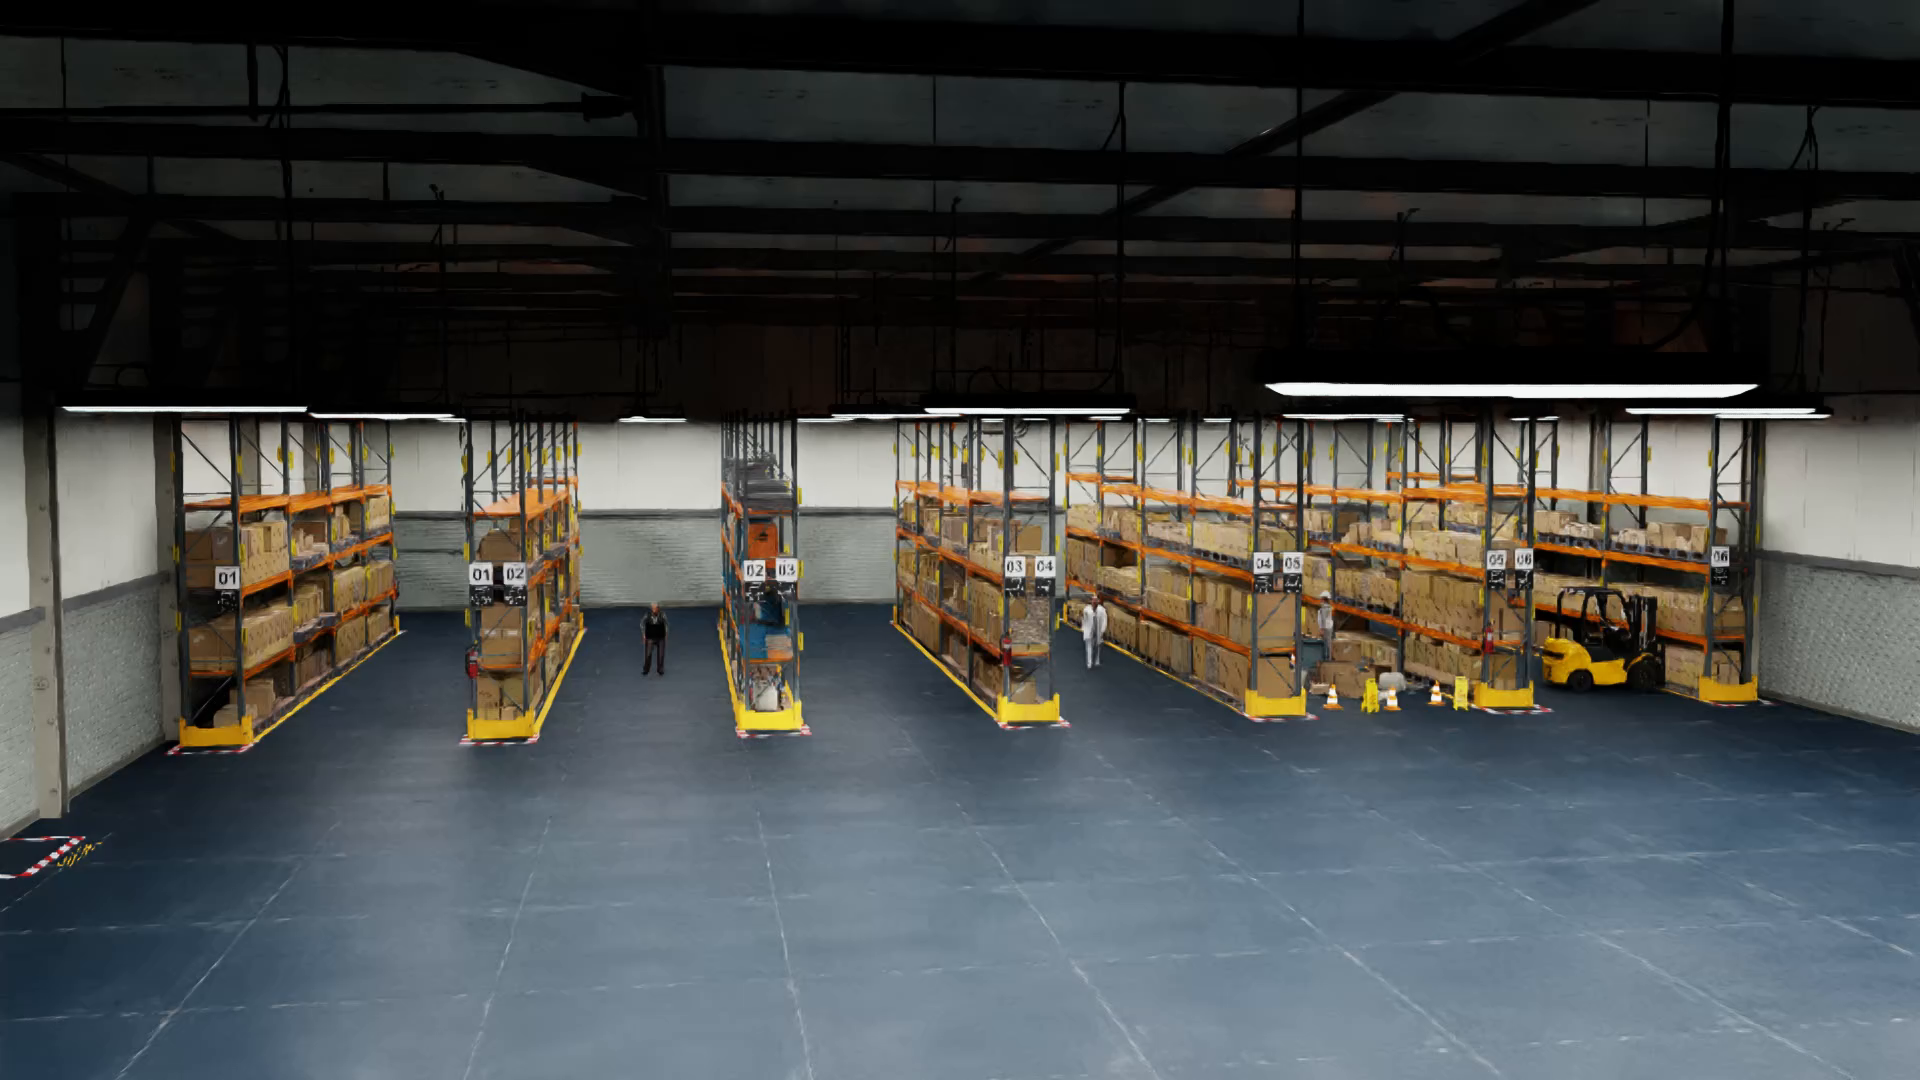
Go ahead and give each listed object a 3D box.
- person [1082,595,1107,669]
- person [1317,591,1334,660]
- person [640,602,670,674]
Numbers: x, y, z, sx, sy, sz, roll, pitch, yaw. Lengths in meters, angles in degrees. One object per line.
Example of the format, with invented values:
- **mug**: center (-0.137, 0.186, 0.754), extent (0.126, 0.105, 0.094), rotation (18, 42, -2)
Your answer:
- **person**: center (3.148, 2.135, 38.931), extent (0.557, 1.716, 1.102), rotation (0, 4, -1)
- **person**: center (8.600, 2.083, 39.312), extent (0.583, 1.768, 0.603), rotation (1, 4, 16)
- **person**: center (-6.974, 2.243, 38.015), extent (0.677, 1.674, 0.530), rotation (-1, 4, -12)
